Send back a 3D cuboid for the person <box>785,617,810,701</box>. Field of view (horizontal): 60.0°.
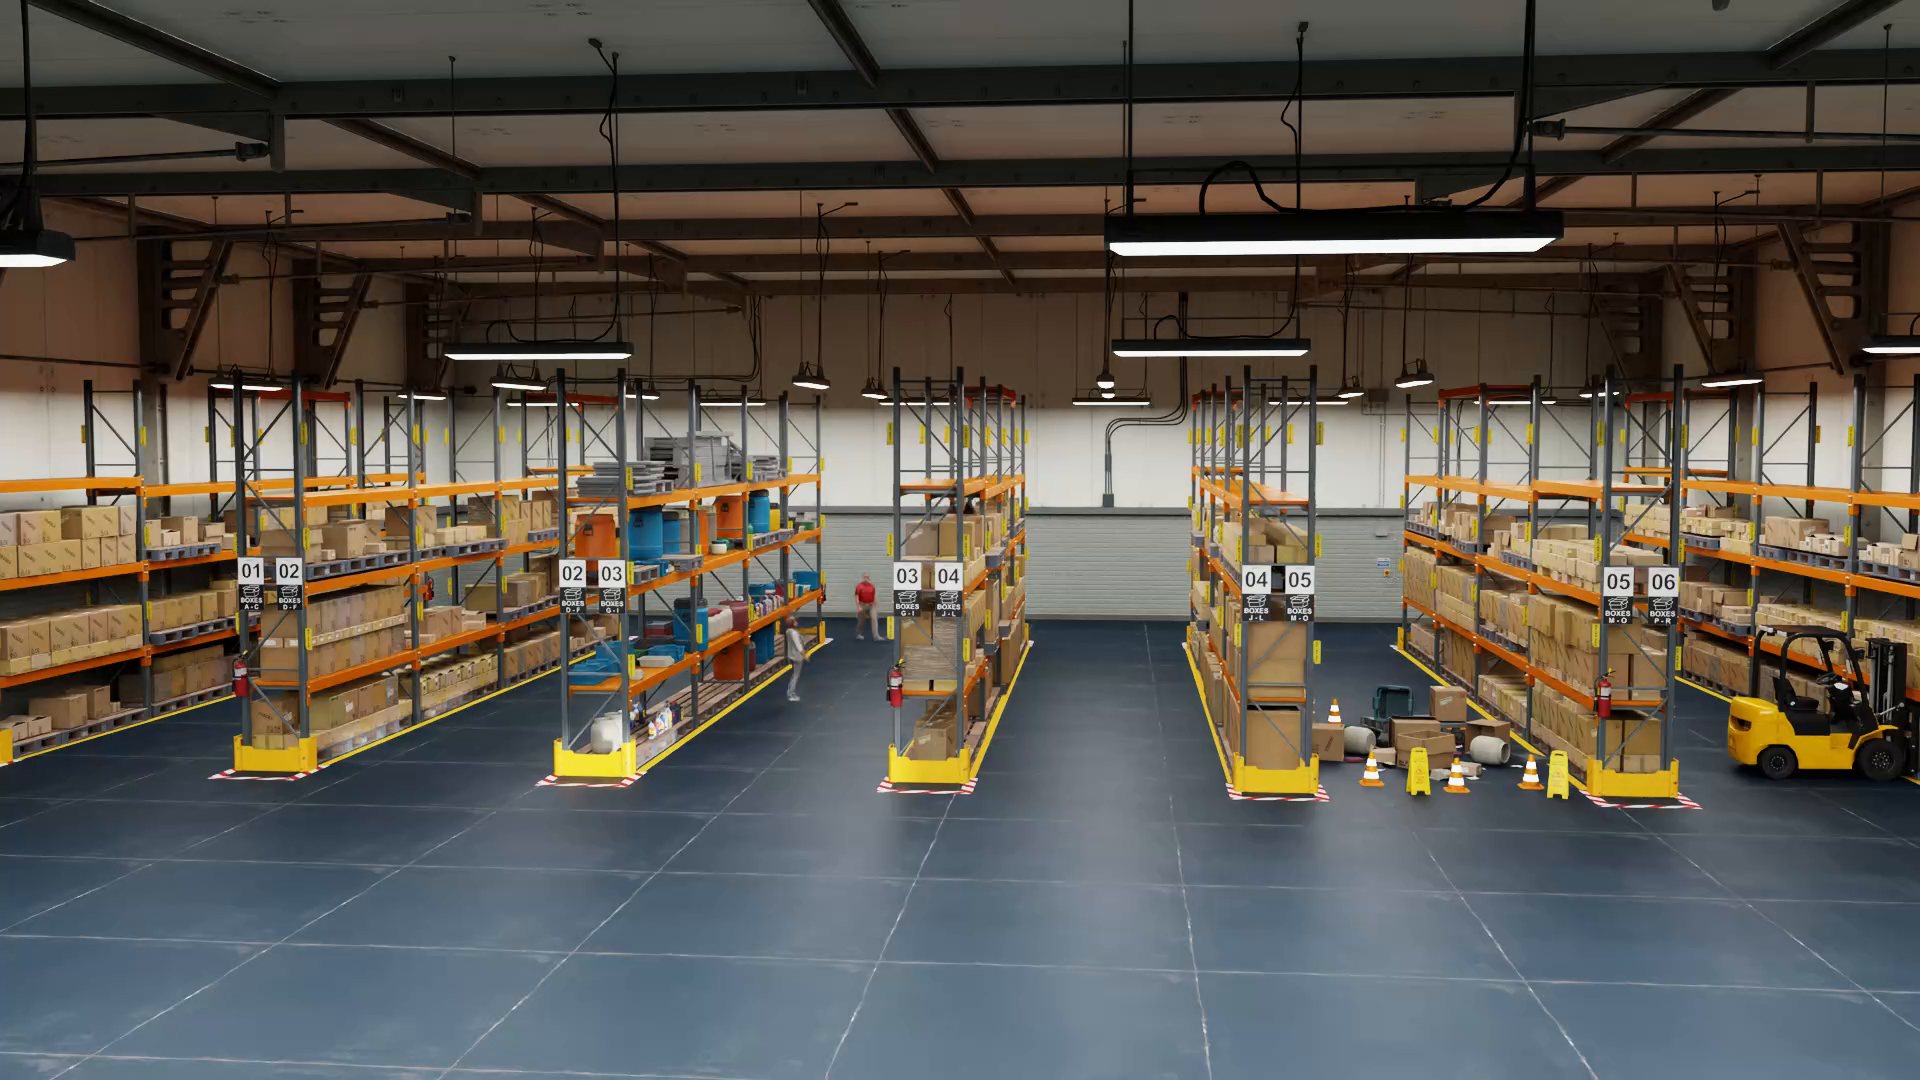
[{"bbox_3d":[-3.048,2.234,31.098,0.471,1.592,0.444,4,5,45],"label":"person"}]

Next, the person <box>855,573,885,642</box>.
[{"bbox_3d":[-2.234,1.636,40.562,0.663,1.659,1.059,-2,4,-28],"label":"person"}]
